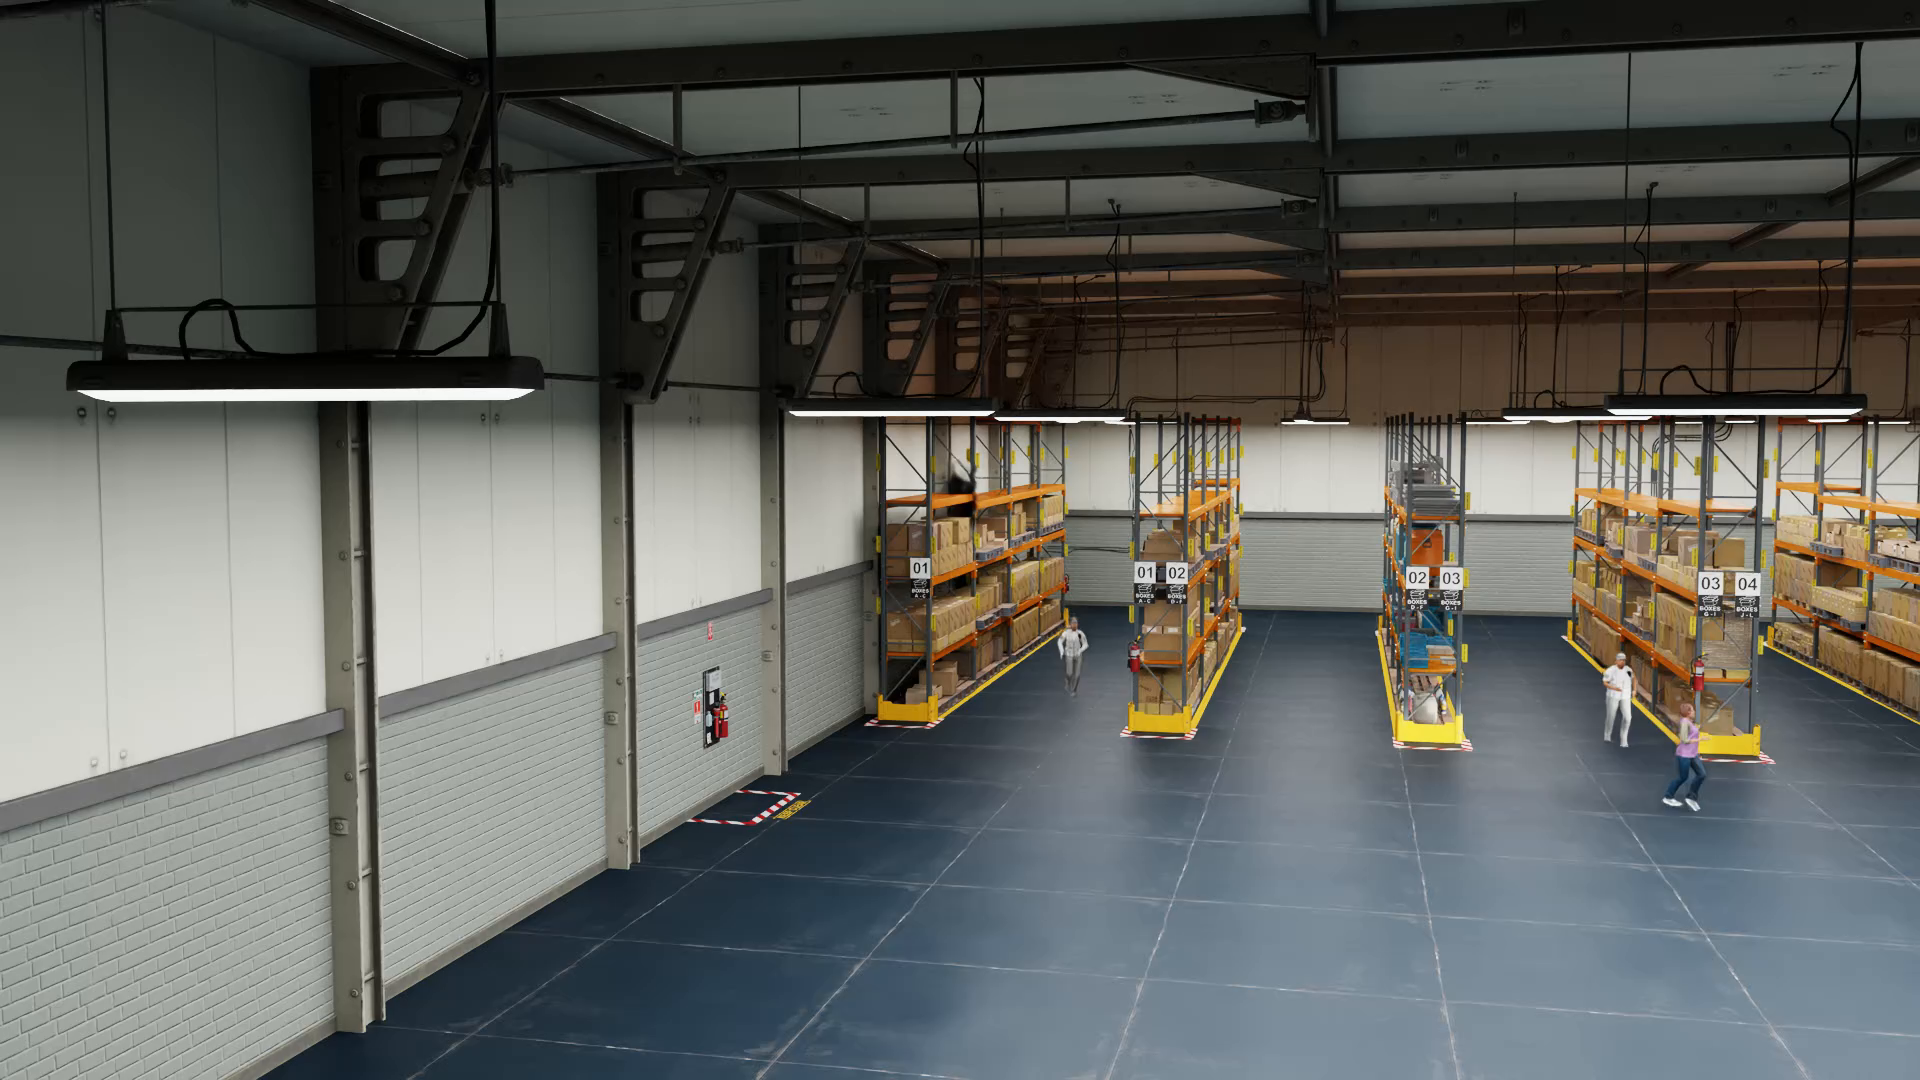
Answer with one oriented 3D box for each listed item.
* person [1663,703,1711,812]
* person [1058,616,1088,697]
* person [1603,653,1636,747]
[{"bbox_3d":[10.879,3.247,24.794,0.607,1.635,0.514,3,5,41],"label":"person"},{"bbox_3d":[2.311,2.383,33.880,0.615,1.658,0.541,0,4,-1],"label":"person"},{"bbox_3d":[11.873,2.887,29.959,0.595,1.723,0.695,0,4,7],"label":"person"}]
